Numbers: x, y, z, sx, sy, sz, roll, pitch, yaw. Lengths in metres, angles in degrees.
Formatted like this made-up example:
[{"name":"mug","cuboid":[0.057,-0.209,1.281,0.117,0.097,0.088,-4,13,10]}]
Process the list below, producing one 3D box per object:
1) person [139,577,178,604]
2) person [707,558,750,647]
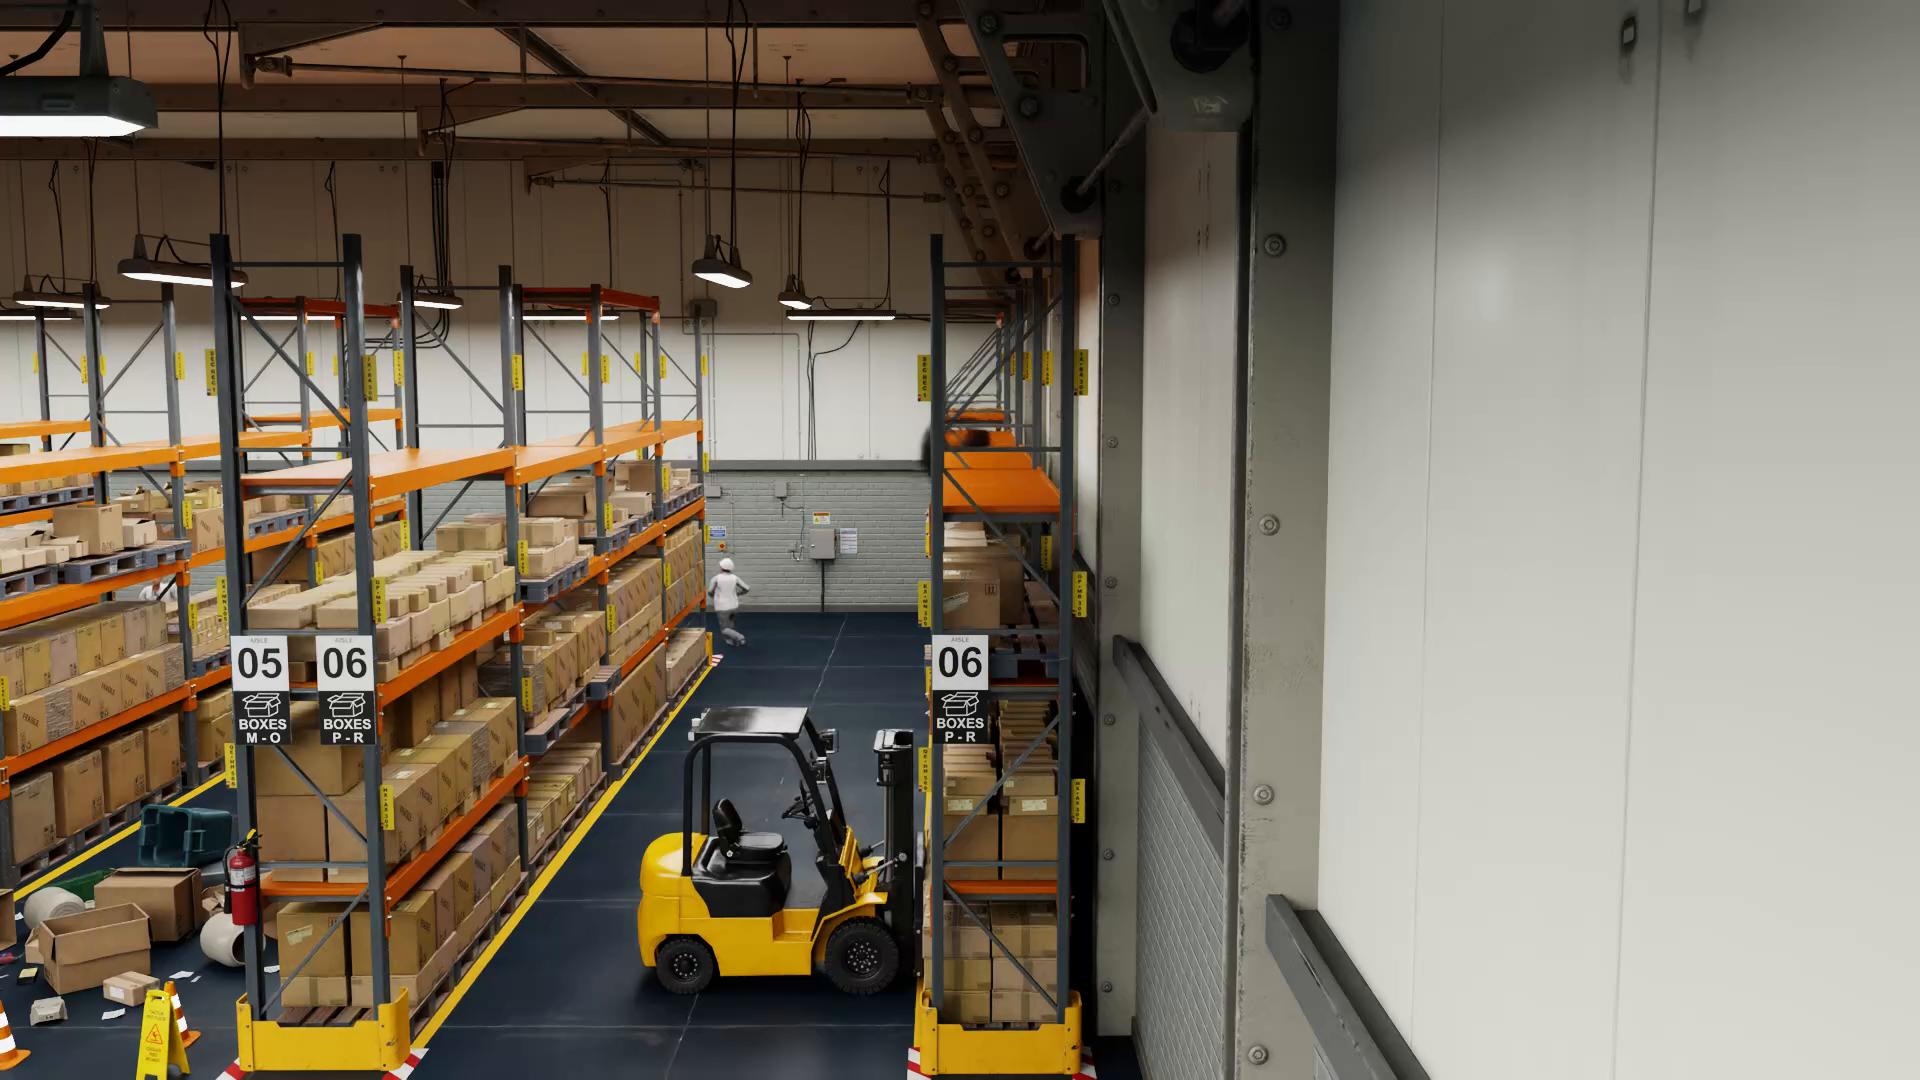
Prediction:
[{"name":"person","cuboid":[-12.912,1.335,26.955,0.725,1.730,0.629,0,6,-1]},{"name":"person","cuboid":[-4.111,1.120,29.305,0.727,1.615,0.980,-5,8,-40]}]
